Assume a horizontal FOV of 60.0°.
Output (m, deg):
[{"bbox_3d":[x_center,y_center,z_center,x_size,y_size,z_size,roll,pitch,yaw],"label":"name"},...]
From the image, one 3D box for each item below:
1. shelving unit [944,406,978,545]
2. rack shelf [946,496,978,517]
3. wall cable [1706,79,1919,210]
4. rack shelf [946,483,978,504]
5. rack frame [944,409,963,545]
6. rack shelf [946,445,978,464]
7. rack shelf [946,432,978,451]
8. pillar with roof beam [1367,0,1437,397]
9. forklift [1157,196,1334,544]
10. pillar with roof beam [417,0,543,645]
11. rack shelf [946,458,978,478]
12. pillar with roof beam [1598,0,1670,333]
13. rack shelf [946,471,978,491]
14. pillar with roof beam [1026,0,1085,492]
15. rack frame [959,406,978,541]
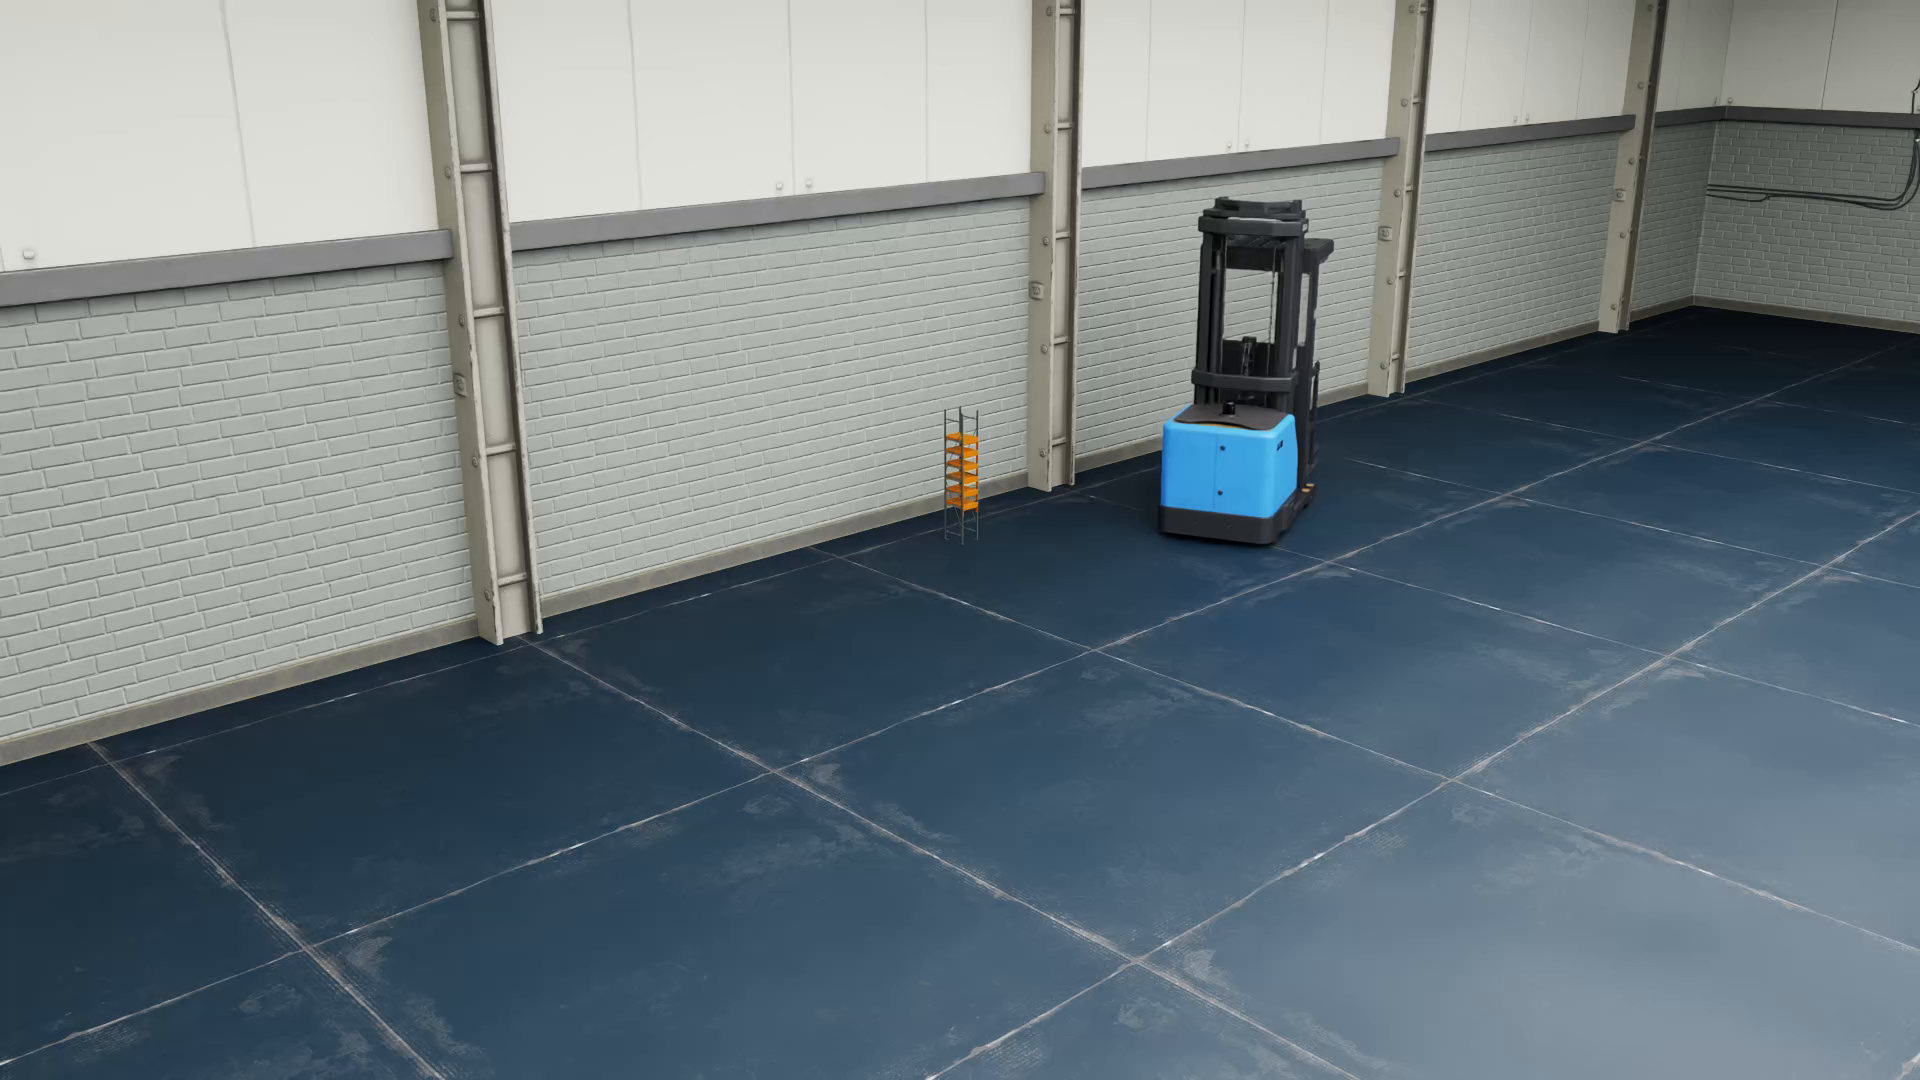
[{"bbox_3d":[0.011,-0.574,14.809,0.189,1.200,0.258,-16,24,-41],"label":"shelving unit"},{"bbox_3d":[0.011,-0.303,14.897,0.180,0.103,0.258,-16,24,-41],"label":"rack shelf"},{"bbox_3d":[12.675,-6.228,24.638,0.112,2.526,3.097,-16,24,-41],"label":"wall cable"},{"bbox_3d":[0.011,-0.417,14.860,0.180,0.103,0.258,-16,24,-41],"label":"rack shelf"},{"bbox_3d":[-0.056,-0.554,14.749,0.006,1.200,0.240,-16,24,-41],"label":"rack frame"},{"bbox_3d":[0.011,-0.760,14.749,0.180,0.103,0.258,-16,24,-41],"label":"rack shelf"},{"bbox_3d":[0.011,-0.874,14.712,0.180,0.103,0.258,-16,24,-41],"label":"rack shelf"},{"bbox_3d":[8.224,-5.141,16.251,0.400,9.000,9.100,-16,24,-41],"label":"pillar with roof beam"},{"bbox_3d":[2.834,-1.771,15.694,1.130,2.935,3.031,8,19,22],"label":"forklift"},{"bbox_3d":[-0.495,-2.598,8.408,0.400,9.000,9.100,-16,24,-41],"label":"pillar with roof beam"},{"bbox_3d":[0.011,-0.646,14.786,0.180,0.103,0.258,-16,24,-41],"label":"rack shelf"},{"bbox_3d":[12.584,-6.413,20.172,0.400,9.000,9.100,-16,24,-41],"label":"pillar with roof beam"},{"bbox_3d":[0.011,-0.532,14.823,0.180,0.103,0.258,-16,24,-41],"label":"rack shelf"},{"bbox_3d":[3.864,-3.870,12.330,0.400,9.000,9.100,-16,24,-41],"label":"pillar with roof beam"},{"bbox_3d":[0.077,-0.593,14.869,0.006,1.200,0.240,-16,24,-41],"label":"rack frame"}]
